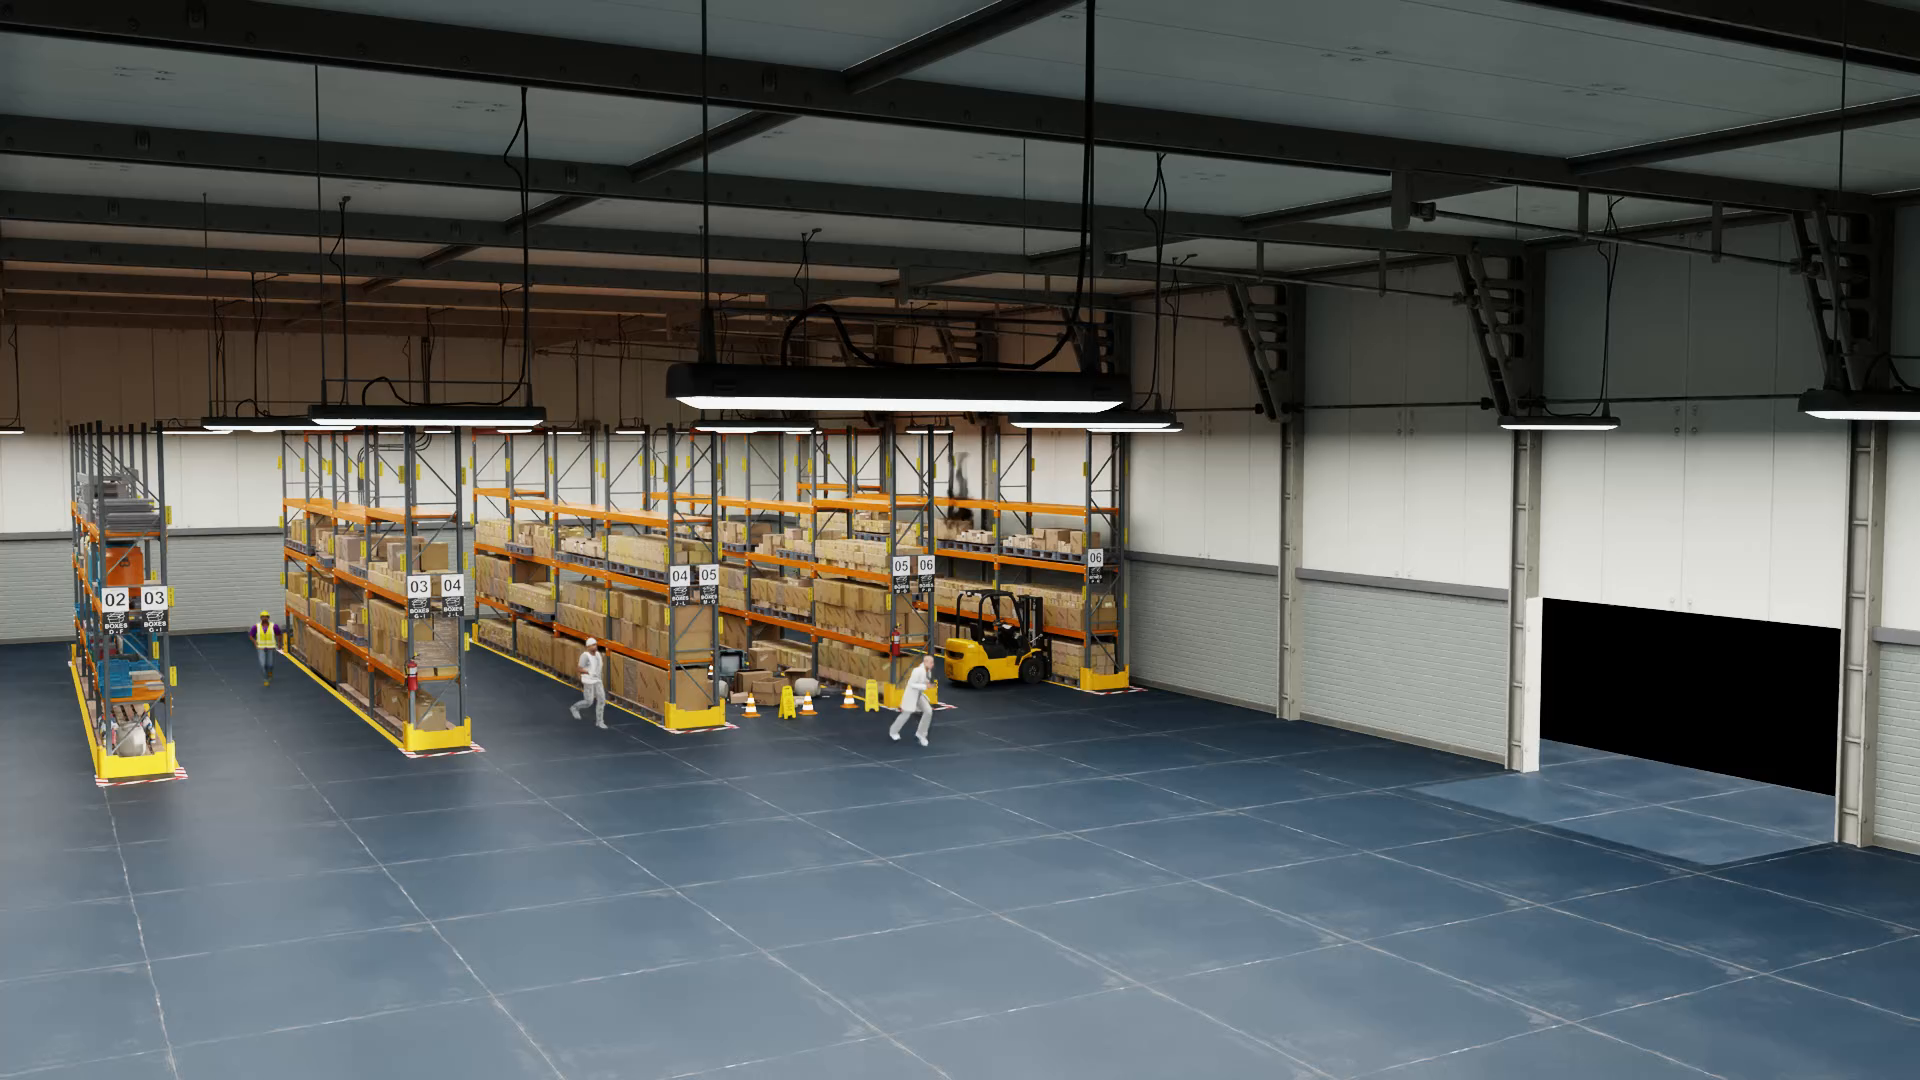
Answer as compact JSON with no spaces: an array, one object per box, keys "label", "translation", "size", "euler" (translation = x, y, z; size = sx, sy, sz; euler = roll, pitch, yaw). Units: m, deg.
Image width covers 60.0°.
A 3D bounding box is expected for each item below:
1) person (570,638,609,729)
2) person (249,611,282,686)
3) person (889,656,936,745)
[{"label":"person","translation":[-7.315,2.825,32.868],"size":[0.902,1.799,0.688],"euler":[2,4,29]},{"label":"person","translation":[-16.052,2.495,38.435],"size":[0.702,1.726,0.598],"euler":[-1,4,-22]},{"label":"person","translation":[-0.872,2.994,31.070],"size":[1.071,1.732,0.750],"euler":[2,4,31]}]
